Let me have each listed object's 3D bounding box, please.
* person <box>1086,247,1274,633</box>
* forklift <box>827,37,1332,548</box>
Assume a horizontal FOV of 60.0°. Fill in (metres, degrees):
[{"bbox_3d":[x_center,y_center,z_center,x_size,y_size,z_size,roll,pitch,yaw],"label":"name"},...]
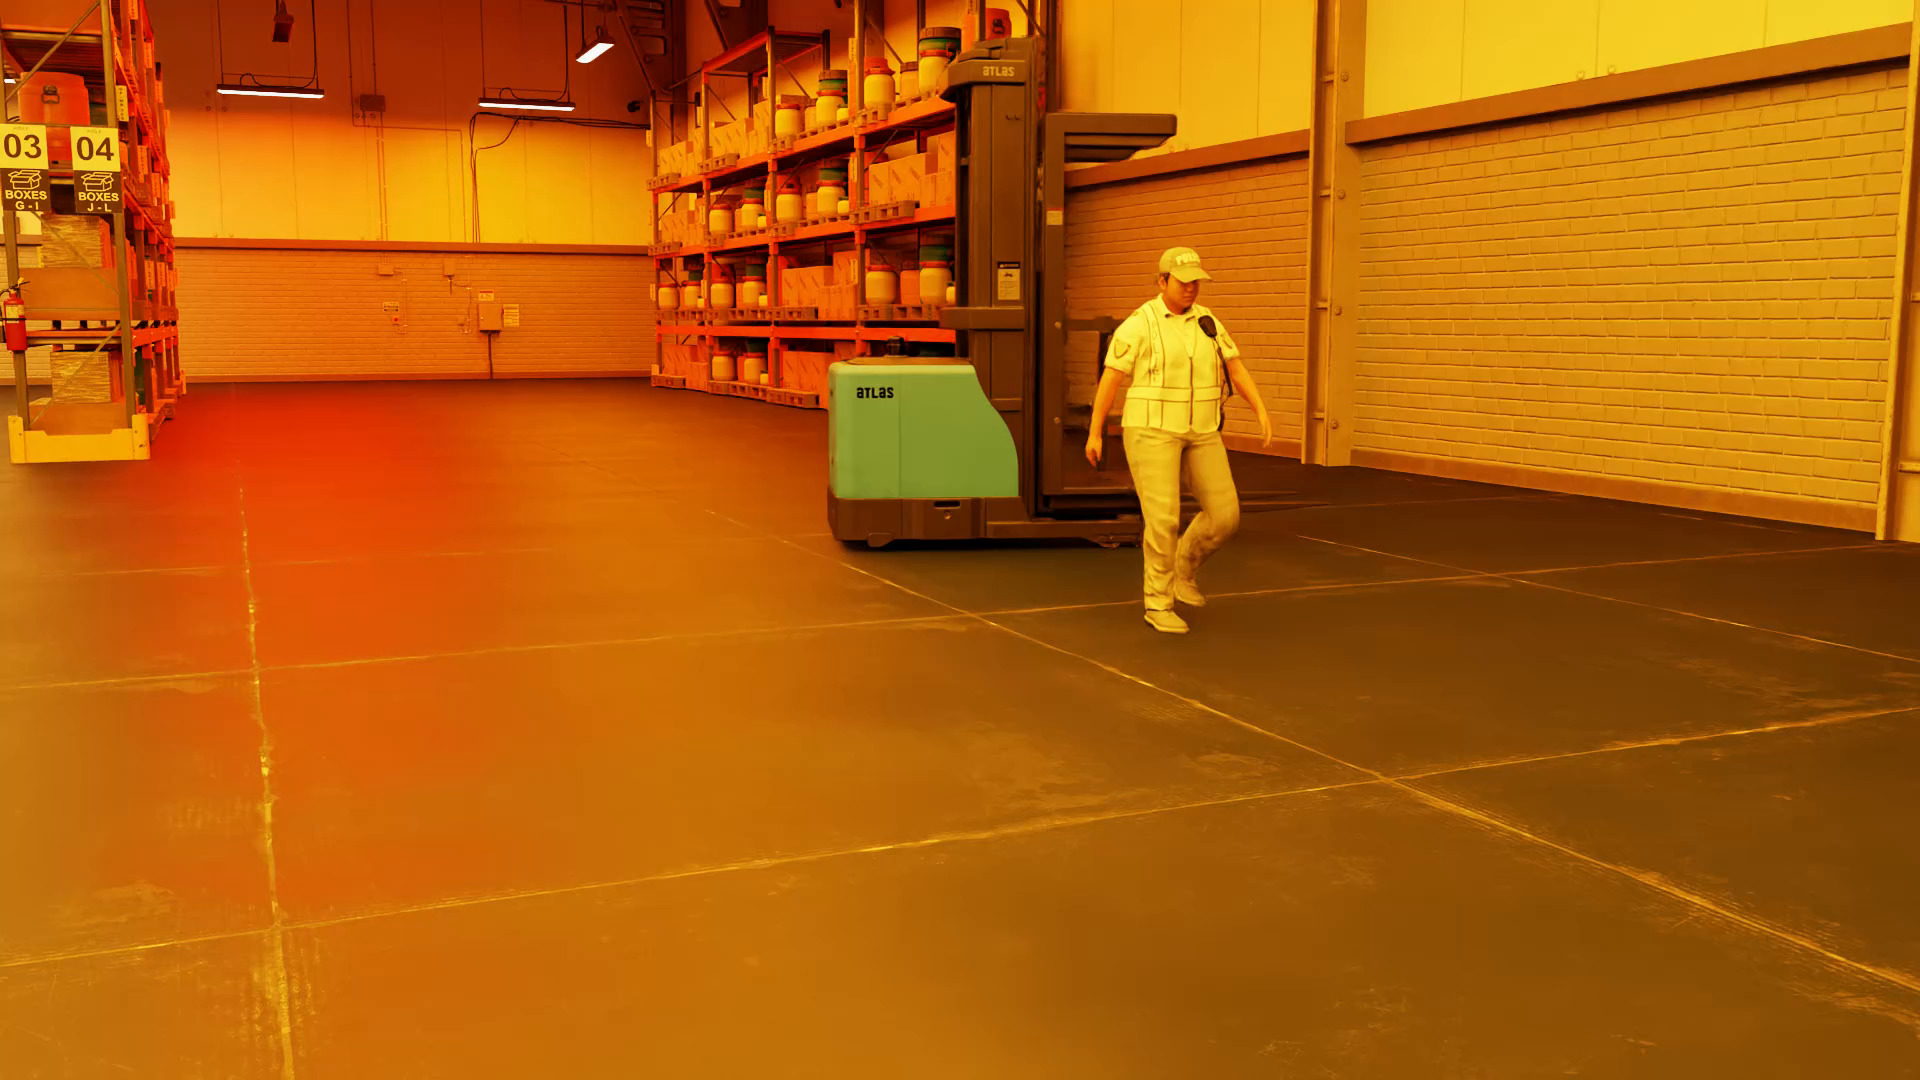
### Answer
[{"bbox_3d":[0.934,-0.447,7.279,0.719,1.648,0.564,-3,8,-21],"label":"person"},{"bbox_3d":[0.722,-1.471,10.098,3.031,2.935,1.130,-1,8,-7],"label":"forklift"}]
